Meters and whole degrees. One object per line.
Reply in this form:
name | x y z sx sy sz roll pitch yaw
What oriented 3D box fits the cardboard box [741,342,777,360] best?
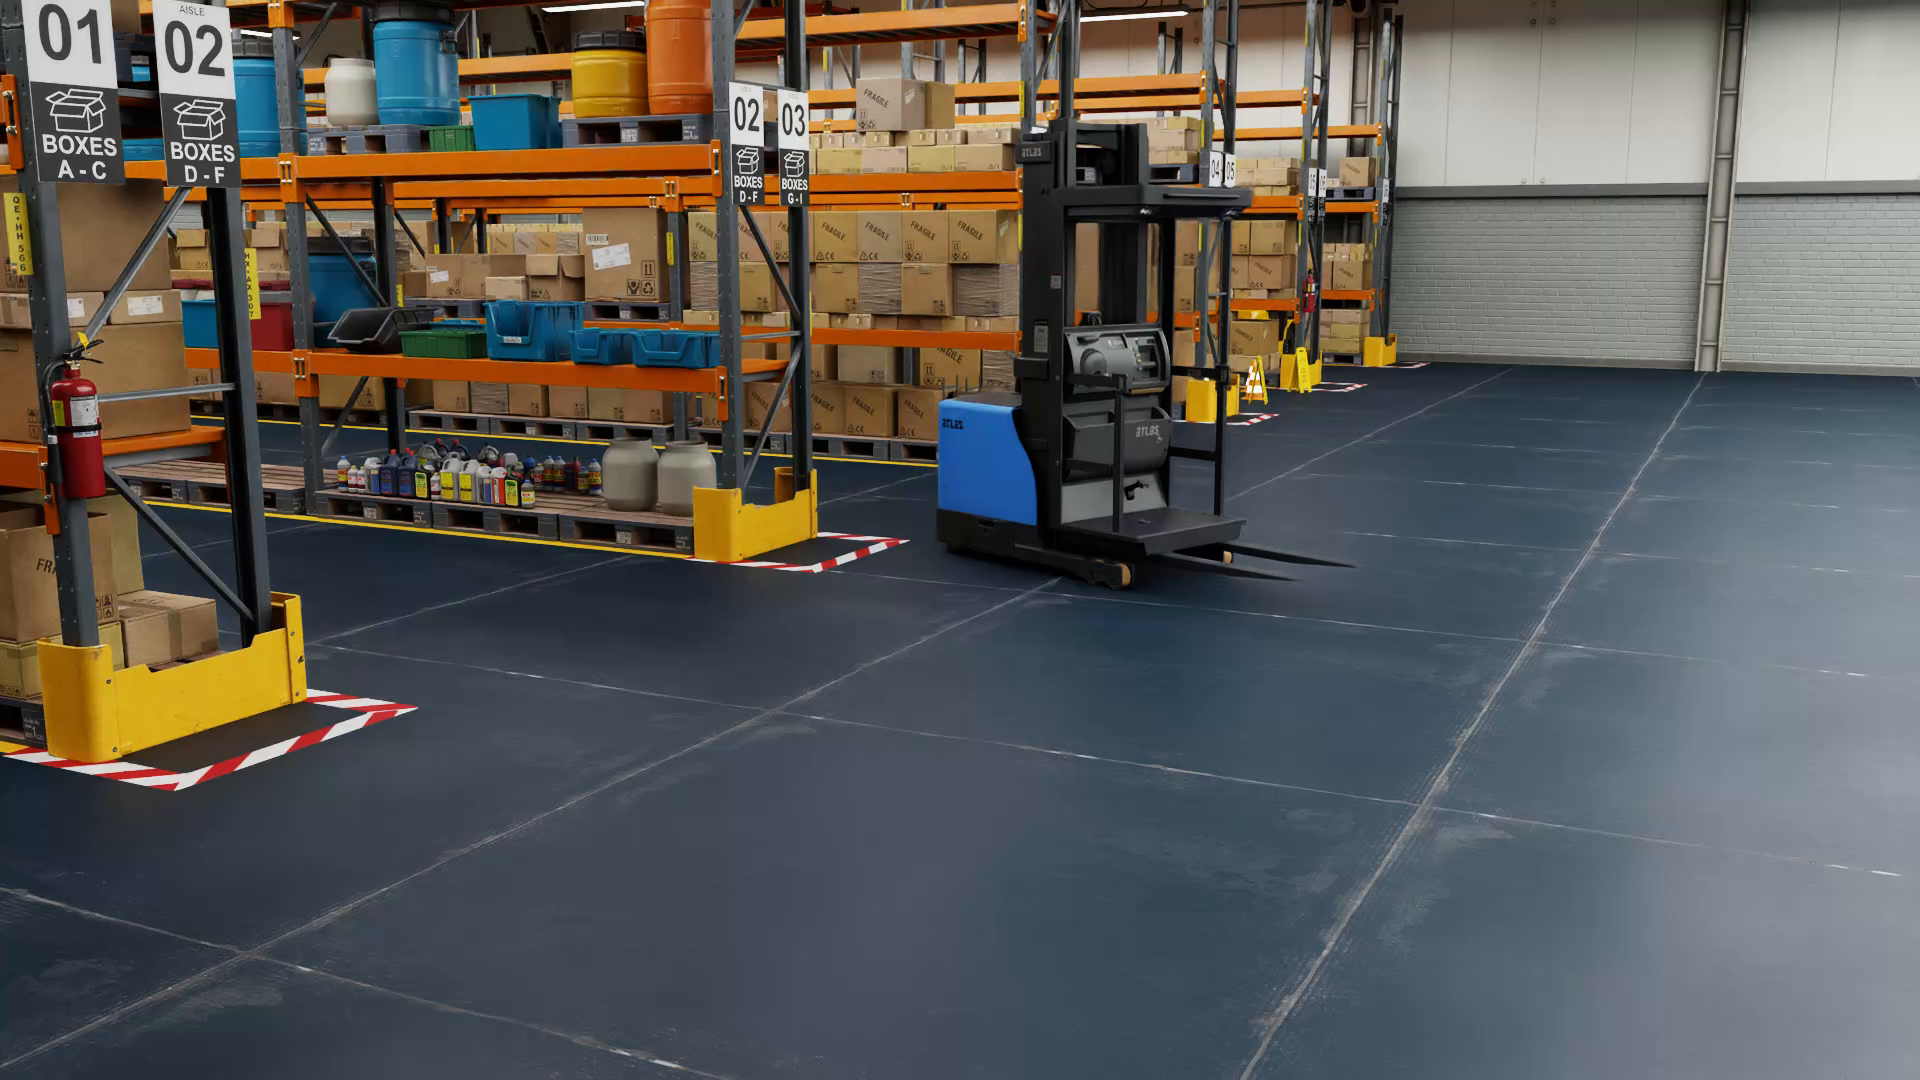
cardboard box | -2.767 -2.603 23.328 0.750 0.750 1.050 5 11 27

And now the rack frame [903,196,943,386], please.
rack frame | -0.472 -3.319 22.146 0.127 3.000 1.000 5 11 26

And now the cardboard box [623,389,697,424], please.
cardboard box | -3.299 -1.573 18.282 0.500 0.500 0.700 4 11 21

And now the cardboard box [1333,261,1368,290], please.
cardboard box | 6.850 -4.641 29.172 0.500 0.500 0.500 5 11 25

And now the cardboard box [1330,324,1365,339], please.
cardboard box | 6.833 -3.683 29.297 0.500 0.250 0.500 5 11 25

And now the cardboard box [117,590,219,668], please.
cardboard box | -3.939 0.431 7.968 0.500 0.250 0.500 5 11 26

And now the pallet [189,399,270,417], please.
pallet | -9.206 -1.744 21.275 1.213 0.211 1.003 5 11 26

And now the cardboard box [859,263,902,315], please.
cardboard box | -0.582 -2.529 16.667 0.500 0.500 0.875 5 11 26

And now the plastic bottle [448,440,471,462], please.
plastic bottle | -4.072 -0.637 13.529 0.185 0.351 0.144 4 11 23

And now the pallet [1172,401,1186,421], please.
pallet | 2.363 -1.682 20.932 1.213 0.211 1.003 5 11 26

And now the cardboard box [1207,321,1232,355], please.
cardboard box | 3.911 -3.087 25.300 0.500 0.500 0.500 6 12 28

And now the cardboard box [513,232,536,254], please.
cardboard box | -7.898 -5.442 30.788 0.500 0.500 0.500 5 11 25

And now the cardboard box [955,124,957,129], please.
cardboard box | -0.067 -5.217 21.215 0.250 0.149 0.380 5 11 25

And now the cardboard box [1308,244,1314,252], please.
cardboard box | 6.321 -5.167 29.419 0.250 0.149 0.380 5 11 26

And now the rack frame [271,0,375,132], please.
rack frame | -4.949 -4.696 12.908 0.127 3.000 1.000 5 11 26

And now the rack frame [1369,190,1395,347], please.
rack frame | 7.408 -4.595 29.198 0.127 3.000 1.000 5 11 26

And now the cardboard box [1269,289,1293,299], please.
cardboard box | 4.785 -3.674 24.813 0.250 0.149 0.380 5 12 28

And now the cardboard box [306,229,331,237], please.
cardboard box | -7.576 -3.505 20.075 0.637 0.503 0.797 5 12 27

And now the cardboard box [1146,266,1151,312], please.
cardboard box | 2.259 -3.139 20.732 0.550 0.550 0.875 5 11 26

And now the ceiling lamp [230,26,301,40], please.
ceiling lamp | -12.614 -10.712 29.758 0.800 3.185 2.000 5 11 26

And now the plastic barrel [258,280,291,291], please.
plastic barrel | -5.710 -1.921 14.040 0.433 0.535 0.433 0 10 0

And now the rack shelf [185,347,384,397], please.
rack shelf | -6.743 -1.547 14.377 4.000 0.370 1.077 5 11 26

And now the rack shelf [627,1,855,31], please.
rack shelf | -3.753 -8.824 28.404 4.000 0.370 1.077 5 11 26

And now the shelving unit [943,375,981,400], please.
shelving unit | 0.013 -0.589 12.117 0.189 1.200 0.258 5 11 26

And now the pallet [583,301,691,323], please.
pallet | -3.378 -2.524 18.291 1.213 0.211 1.003 5 11 26

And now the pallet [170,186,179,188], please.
pallet | -9.088 -4.483 20.690 1.217 0.209 0.805 5 11 24

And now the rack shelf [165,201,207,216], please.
rack shelf | -11.725 -4.445 21.964 4.000 0.370 1.077 5 11 26

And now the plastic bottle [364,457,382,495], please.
plastic bottle | -4.555 -0.504 13.003 0.135 0.276 0.152 5 12 28

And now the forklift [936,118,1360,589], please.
forklift | 1.185 -1.232 10.807 1.130 2.935 3.031 -9 14 -41

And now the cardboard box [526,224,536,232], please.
cardboard box | -7.781 -5.747 30.650 0.250 0.149 0.380 5 11 26

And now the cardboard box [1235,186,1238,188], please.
cardboard box | 4.112 -5.209 24.874 0.250 0.149 0.380 5 11 26

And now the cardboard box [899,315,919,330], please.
cardboard box | -0.411 -2.165 16.476 0.250 0.149 0.380 5 11 26

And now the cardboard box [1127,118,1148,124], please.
cardboard box | 2.210 -5.017 20.111 0.250 0.149 0.380 5 12 27

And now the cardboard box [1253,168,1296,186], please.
cardboard box | 4.636 -5.348 24.521 0.500 0.250 0.500 5 11 25

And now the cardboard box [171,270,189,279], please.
cardboard box | -9.630 -3.138 20.866 0.500 0.500 0.500 5 11 26

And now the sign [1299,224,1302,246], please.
sign | 4.951 -4.440 24.204 0.005 0.325 0.100 5 11 26

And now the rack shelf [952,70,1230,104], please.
rack shelf | 1.321 -5.563 20.840 4.000 0.370 1.077 5 11 26

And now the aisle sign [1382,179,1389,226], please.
aisle sign | 7.337 -5.822 28.679 0.004 0.787 0.394 5 11 26

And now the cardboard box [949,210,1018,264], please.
cardboard box | 0.227 -2.911 15.968 0.500 0.500 0.500 5 11 26

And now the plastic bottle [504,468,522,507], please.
plastic bottle | -3.316 -0.389 12.351 0.133 0.283 0.061 5 12 27

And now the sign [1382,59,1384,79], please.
sign | 7.155 -7.960 28.101 0.005 0.325 0.100 5 11 26

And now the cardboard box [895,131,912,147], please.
cardboard box | -0.435 -3.889 16.173 0.250 0.149 0.380 5 11 26

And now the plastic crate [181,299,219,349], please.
plastic crate | -6.076 -1.773 13.649 0.575 0.384 0.392 5 11 26

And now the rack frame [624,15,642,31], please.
rack frame | -5.547 -7.700 29.507 0.127 3.000 1.000 5 11 26

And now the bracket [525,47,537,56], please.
bracket | -9.489 -10.912 37.146 0.430 0.232 0.235 5 11 26

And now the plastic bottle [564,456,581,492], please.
plastic bottle | -3.045 -0.522 13.082 0.133 0.283 0.061 5 12 27

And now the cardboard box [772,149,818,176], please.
cardboard box | -1.550 -3.779 16.685 0.500 0.250 0.500 5 11 24

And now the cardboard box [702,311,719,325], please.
cardboard box | -2.479 -2.324 17.356 0.250 0.149 0.380 5 11 26

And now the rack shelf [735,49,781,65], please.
rack shelf | -5.147 -9.932 34.527 4.000 0.370 1.077 5 11 26

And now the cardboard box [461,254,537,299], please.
cardboard box | -5.298 -3.042 19.153 0.500 0.500 0.700 7 12 34

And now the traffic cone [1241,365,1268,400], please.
traffic cone | 4.072 -2.178 22.963 0.334 0.463 0.336 5 11 26

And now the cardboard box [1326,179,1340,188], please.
cardboard box | 6.530 -6.220 29.000 0.250 0.149 0.380 5 11 24

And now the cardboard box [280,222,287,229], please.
cardboard box | -10.493 -4.836 26.602 0.500 0.500 0.500 5 12 27

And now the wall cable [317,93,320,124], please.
wall cable | -14.025 -8.538 34.139 0.029 3.000 2.355 5 11 26

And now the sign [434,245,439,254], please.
sign | -7.880 -4.288 25.070 0.005 0.325 0.100 5 11 26
